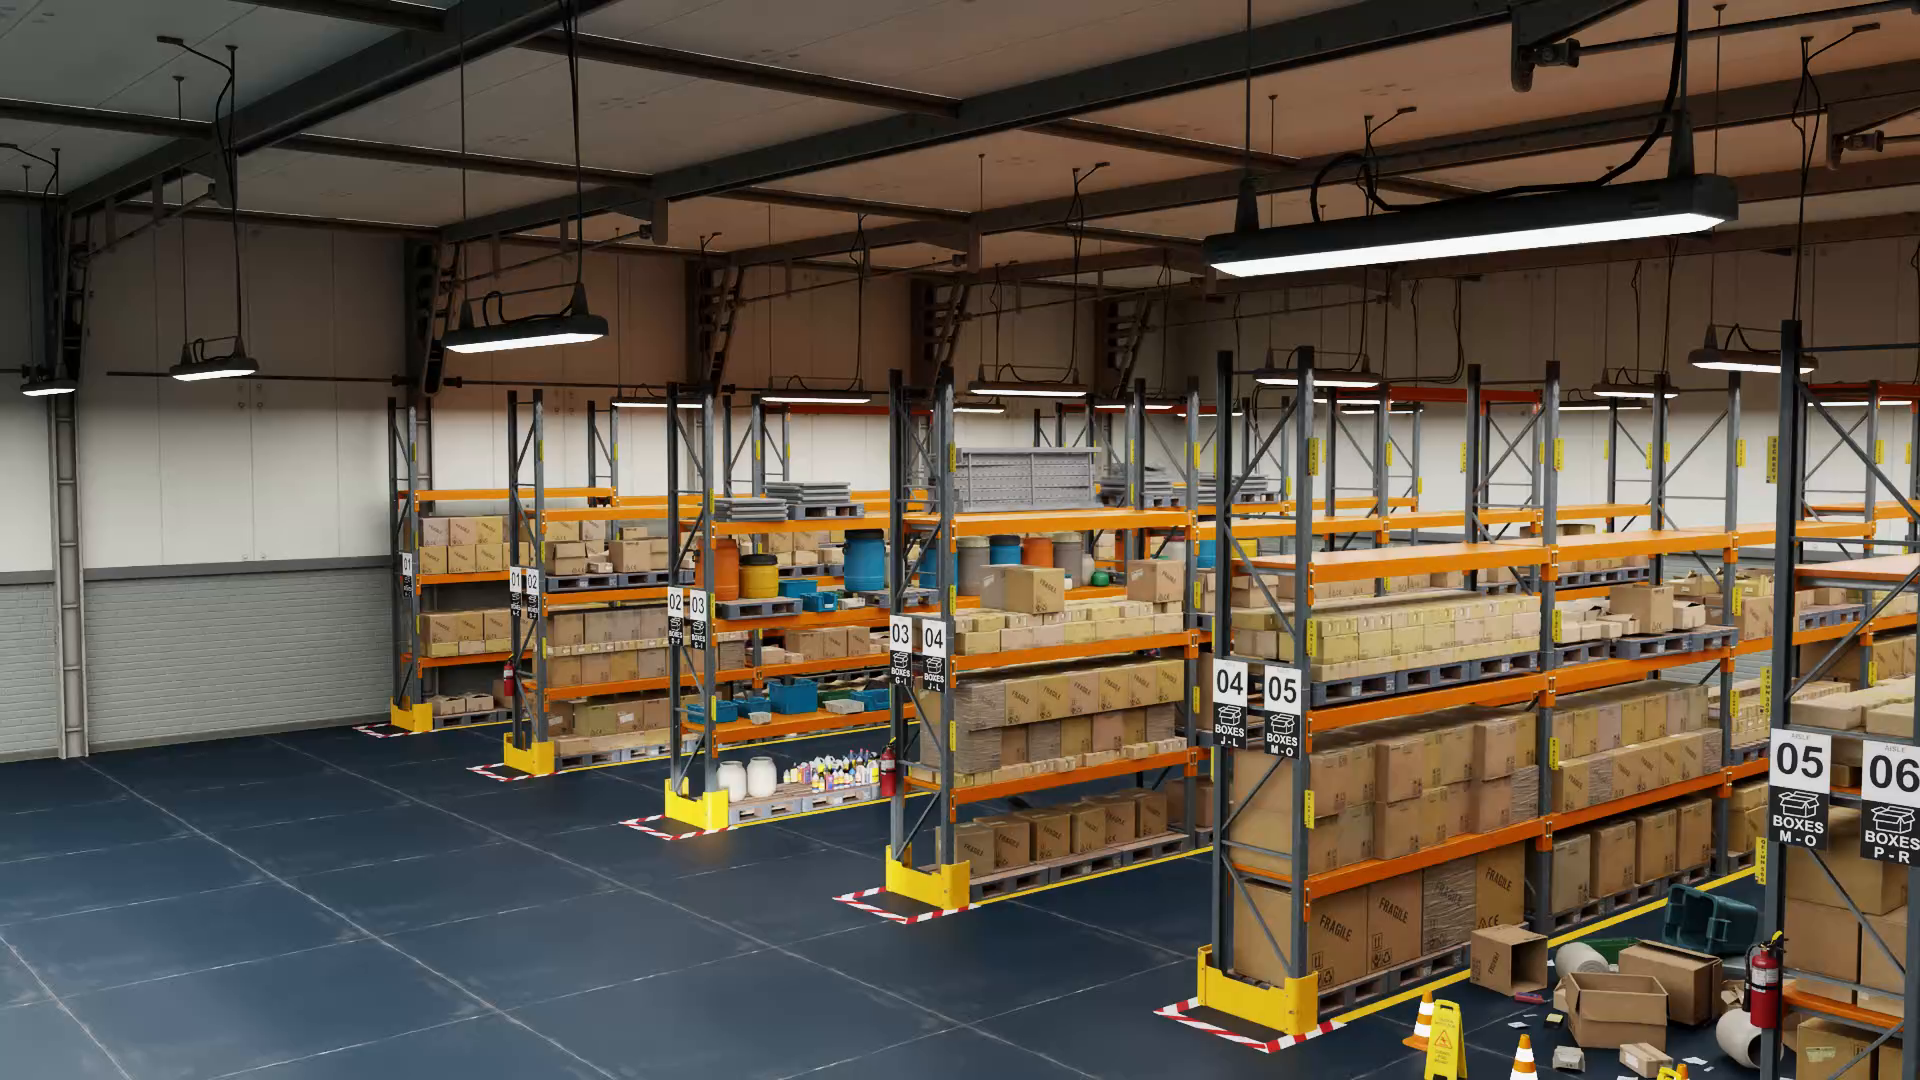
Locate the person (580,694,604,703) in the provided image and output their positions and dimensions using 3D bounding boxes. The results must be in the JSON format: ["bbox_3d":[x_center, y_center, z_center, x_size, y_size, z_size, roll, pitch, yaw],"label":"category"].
[{"bbox_3d":[-6.346,2.589,28.940,0.676,1.820,0.738,3,4,42],"label":"person"}]

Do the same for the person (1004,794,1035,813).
[{"bbox_3d":[0.693,3.073,22.006,0.528,1.613,0.591,-3,4,-42],"label":"person"}]
